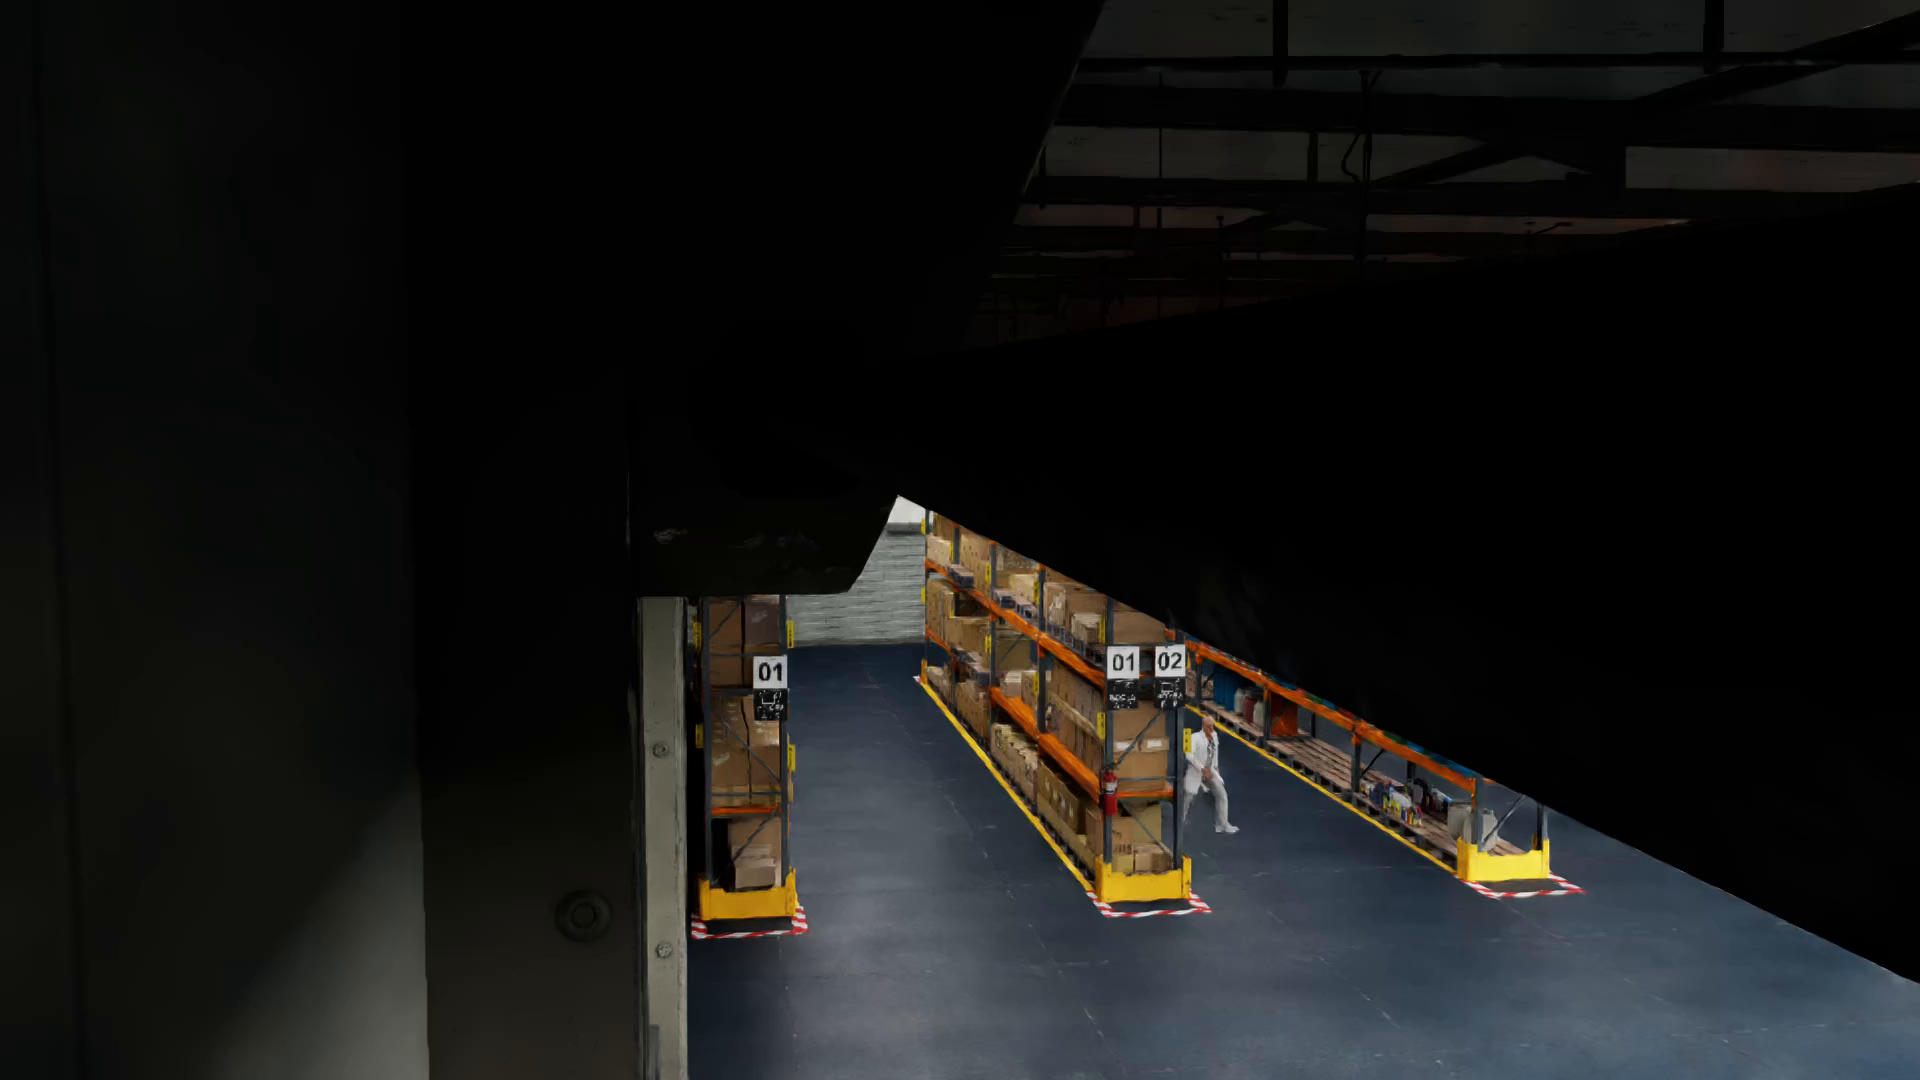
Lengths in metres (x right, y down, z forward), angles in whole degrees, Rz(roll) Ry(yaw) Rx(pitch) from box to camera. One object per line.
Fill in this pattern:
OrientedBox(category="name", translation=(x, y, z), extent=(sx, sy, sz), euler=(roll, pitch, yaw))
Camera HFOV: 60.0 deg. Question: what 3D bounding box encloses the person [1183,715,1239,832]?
OrientedBox(category="person", translation=(3.495, 3.354, 23.999), extent=(0.735, 1.712, 0.905), euler=(-2, 6, -26))
